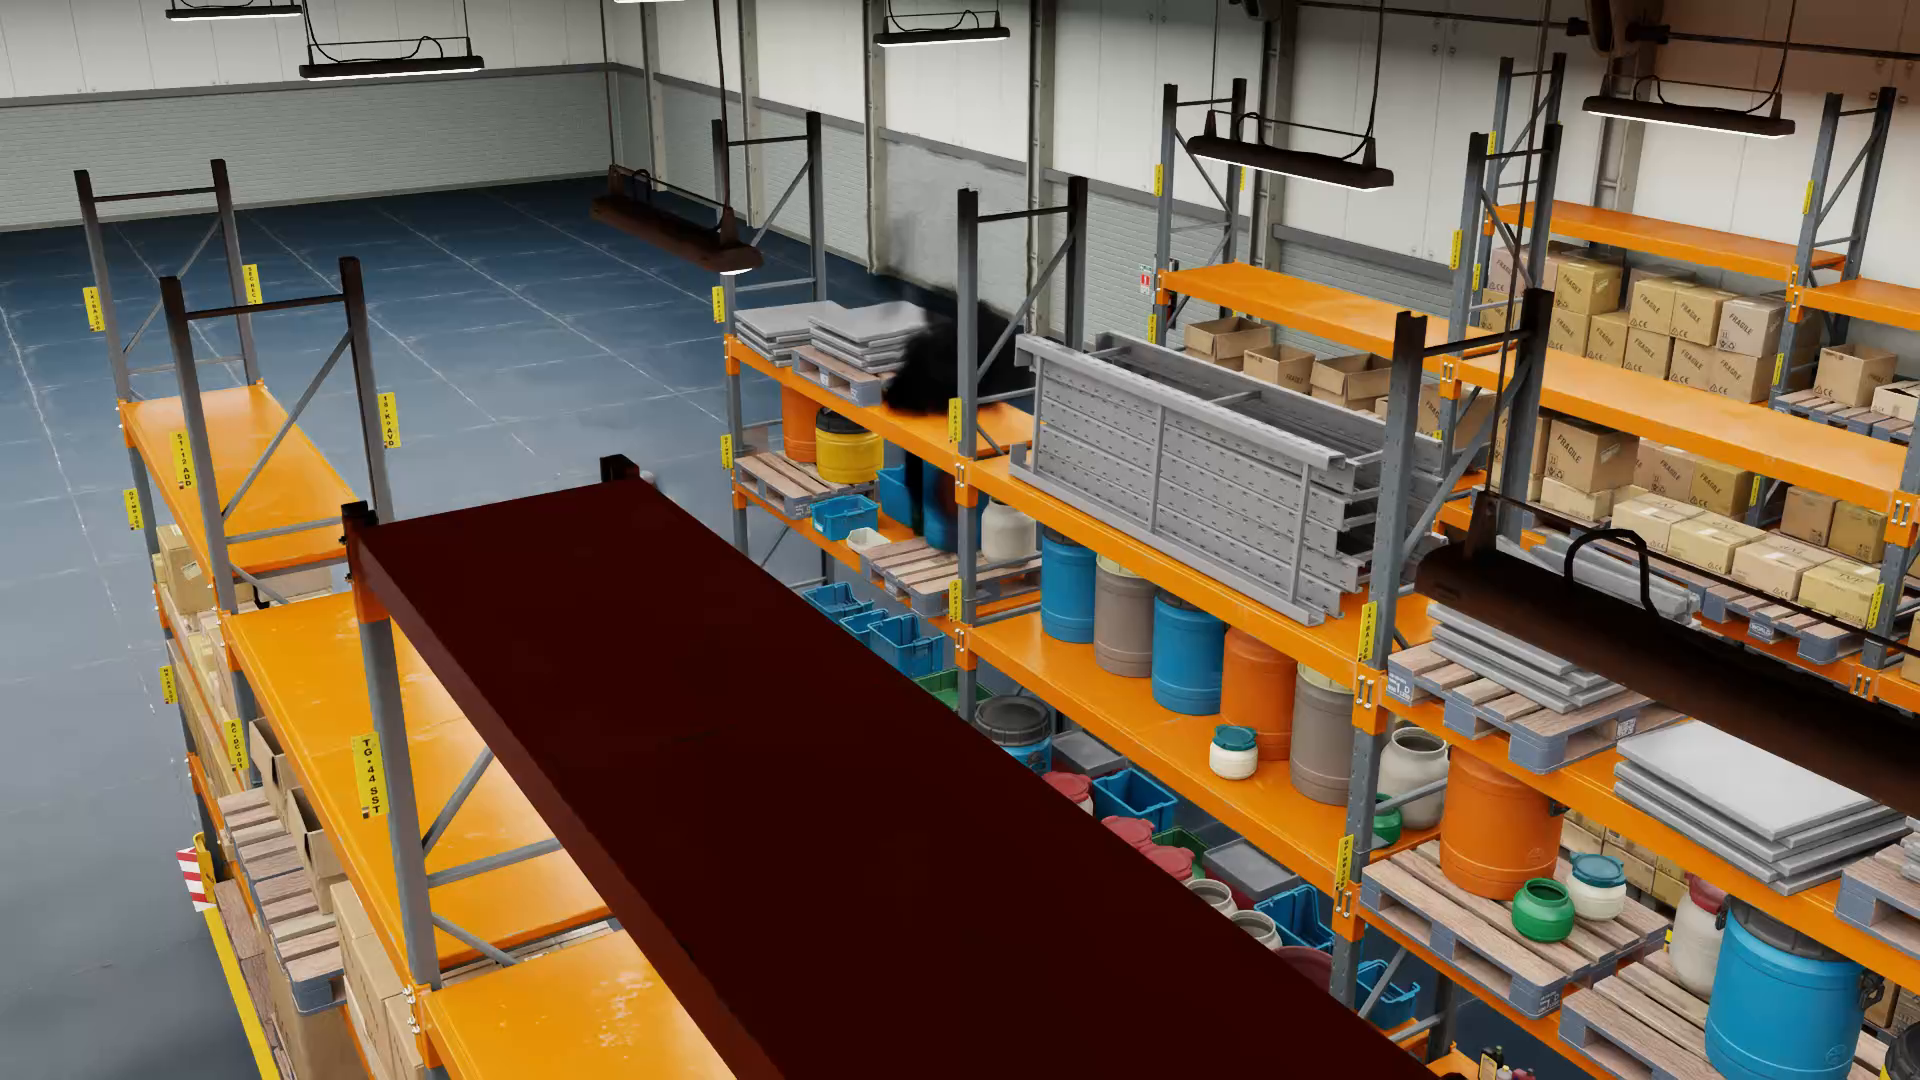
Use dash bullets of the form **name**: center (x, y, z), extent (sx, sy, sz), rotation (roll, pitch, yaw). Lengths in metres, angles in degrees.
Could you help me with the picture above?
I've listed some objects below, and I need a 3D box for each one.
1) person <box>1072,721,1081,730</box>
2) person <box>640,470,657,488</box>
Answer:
- **person**: center (1.146, 1.273, 15.211), extent (0.579, 1.708, 0.784), rotation (-16, 27, -35)
- **person**: center (-3.652, -0.025, 19.235), extent (0.616, 1.619, 0.612), rotation (-3, 22, -6)
